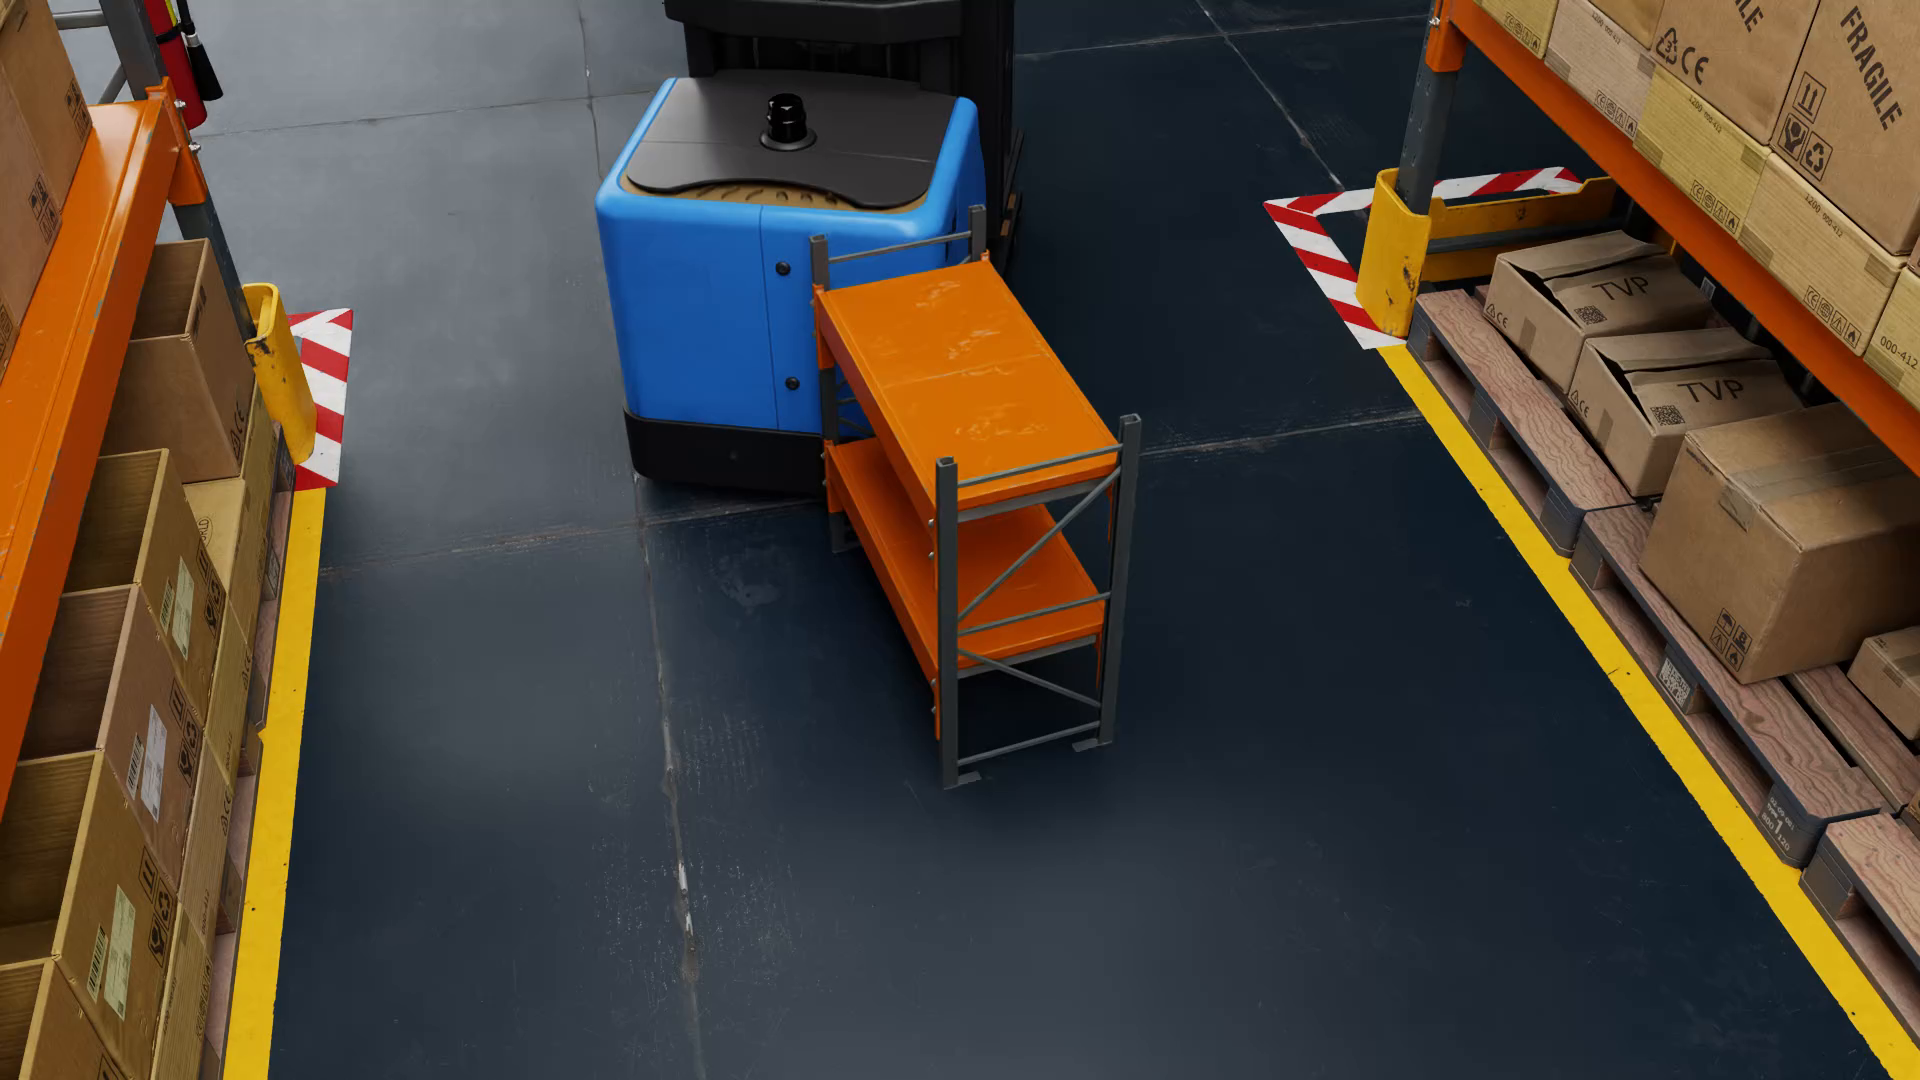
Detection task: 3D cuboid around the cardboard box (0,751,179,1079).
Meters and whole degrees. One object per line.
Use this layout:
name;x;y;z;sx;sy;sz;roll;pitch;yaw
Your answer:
cardboard box;-1.908;0.802;3.277;0.500;0.500;0.500;-8;42;-9

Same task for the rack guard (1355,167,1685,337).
rack guard;2.091;-1.116;6.131;1.175;0.500;0.348;-8;42;-9

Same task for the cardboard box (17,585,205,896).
cardboard box;-2.018;0.478;3.642;0.500;0.500;0.500;-8;42;-9

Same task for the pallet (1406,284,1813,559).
pallet;2.232;-0.476;5.628;1.003;0.211;1.213;-8;42;-9

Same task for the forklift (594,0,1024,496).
forklift;-0.350;-2.191;5.511;1.130;2.935;3.031;5;42;6

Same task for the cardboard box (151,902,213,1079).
cardboard box;-1.908;1.082;3.526;0.500;0.250;0.500;-8;42;-9

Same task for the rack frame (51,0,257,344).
rack frame;-2.762;-1.388;4.554;1.000;3.000;0.127;-8;42;-9

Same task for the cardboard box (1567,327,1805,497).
cardboard box;2.259;-0.428;5.167;0.500;0.311;0.500;-5;42;-6

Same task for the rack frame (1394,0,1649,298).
rack frame;2.075;-2.100;5.356;1.000;3.000;0.127;-8;42;-9

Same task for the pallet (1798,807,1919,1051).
pallet;2.759;1.105;3.846;1.003;0.211;1.213;-8;42;-9

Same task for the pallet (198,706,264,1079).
pallet;-2.296;0.934;4.039;1.003;0.211;1.213;-8;42;-9

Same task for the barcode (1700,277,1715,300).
barcode;2.531;-0.847;5.632;0.001;0.075;0.075;-8;42;-9

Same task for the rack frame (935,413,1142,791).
rack frame;0.184;0.190;4.188;0.500;1.125;0.032;-14;43;-15

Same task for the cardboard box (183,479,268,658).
cardboard box;-2.238;0.111;4.620;0.500;0.250;0.500;-8;42;-9

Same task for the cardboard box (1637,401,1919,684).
cardboard box;2.369;-0.016;4.560;0.700;0.500;0.500;-11;43;-12

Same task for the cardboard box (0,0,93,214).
cardboard box;-2.673;-1.121;4.178;0.700;0.500;0.500;-8;42;-9

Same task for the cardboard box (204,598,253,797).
cardboard box;-2.128;0.435;4.256;0.500;0.250;0.500;-8;42;-9

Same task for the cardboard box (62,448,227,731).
cardboard box;-2.125;0.154;4.007;0.500;0.500;0.500;-8;42;-9

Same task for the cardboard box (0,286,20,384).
cardboard box;-2.454;-0.459;3.432;0.700;0.500;0.500;-8;42;-9

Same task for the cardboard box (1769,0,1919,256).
cardboard box;2.210;-0.989;3.638;0.500;0.500;0.500;-7;42;-8

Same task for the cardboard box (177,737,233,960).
cardboard box;-2.022;0.759;3.890;0.500;0.250;0.500;-8;42;-9

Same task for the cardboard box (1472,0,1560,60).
cardboard box;1.870;-1.690;4.992;0.500;0.250;0.500;-9;42;-11

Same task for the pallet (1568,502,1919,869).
pallet;2.492;0.313;4.739;1.003;0.211;1.213;-8;42;-9

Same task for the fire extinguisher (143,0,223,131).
fire extinguisher;-2.333;-1.502;4.741;0.296;0.674;0.183;-8;42;-9

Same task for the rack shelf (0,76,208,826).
rack shelf;-2.330;0.177;3.332;1.077;0.370;4.000;-8;42;-9

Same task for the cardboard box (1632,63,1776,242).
cardboard box;2.100;-1.024;4.242;0.500;0.250;0.500;-9;42;-10

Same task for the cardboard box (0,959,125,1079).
cardboard box;-1.808;1.127;2.911;0.500;0.500;0.500;-8;42;-9

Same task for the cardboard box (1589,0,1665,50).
cardboard box;1.981;-1.658;4.391;0.500;0.500;0.500;-8;42;-9

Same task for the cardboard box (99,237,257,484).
cardboard box;-2.355;-0.492;4.735;0.500;0.500;0.500;-8;42;-9

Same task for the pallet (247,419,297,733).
pallet;-2.556;0.144;4.928;1.003;0.211;1.213;-8;42;-9

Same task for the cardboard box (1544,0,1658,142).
cardboard box;1.996;-1.355;4.615;0.500;0.250;0.500;-10;42;-11

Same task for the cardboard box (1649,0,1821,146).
cardboard box;2.087;-1.322;4.013;0.500;0.500;0.500;-10;42;-11

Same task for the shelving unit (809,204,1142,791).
shelving unit;0.008;-0.127;4.545;0.538;1.125;1.048;-14;43;-15

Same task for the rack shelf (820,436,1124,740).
rack shelf;0.008;0.056;4.708;0.538;0.278;1.000;-14;43;-15

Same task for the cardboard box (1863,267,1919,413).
cardboard box;2.317;-0.370;3.506;0.500;0.250;0.500;-9;42;-10

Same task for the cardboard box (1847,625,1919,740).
cardboard box;2.612;0.355;4.407;0.380;0.149;0.250;-12;43;-13

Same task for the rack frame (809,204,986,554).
rack frame;-0.167;-0.443;4.902;0.500;1.125;0.032;-14;43;-15

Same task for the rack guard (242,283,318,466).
rack guard;-2.767;-0.469;5.401;1.175;0.500;0.348;-8;42;-9

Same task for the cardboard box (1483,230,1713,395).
cardboard box;2.136;-0.798;5.583;0.500;0.311;0.500;-13;43;-14

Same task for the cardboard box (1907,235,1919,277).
cardboard box;2.322;-0.652;3.258;0.500;0.500;0.500;-9;42;-11

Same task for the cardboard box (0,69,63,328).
cardboard box;-2.555;-0.781;3.795;0.700;0.500;0.500;-7;42;-8

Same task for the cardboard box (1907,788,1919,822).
cardboard box;2.675;0.596;3.871;0.500;0.500;0.500;-11;43;-12

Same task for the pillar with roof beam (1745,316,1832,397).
pillar with roof beam;-1.133;-3.397;2.298;9.100;9.000;0.400;-8;42;-9

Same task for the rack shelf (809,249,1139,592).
rack shelf;0.008;-0.345;4.351;0.538;0.278;1.000;-14;43;-15

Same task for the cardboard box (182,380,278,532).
cardboard box;-2.357;-0.211;4.984;0.500;0.250;0.500;-8;42;-9

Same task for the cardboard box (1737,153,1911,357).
cardboard box;2.207;-0.696;3.873;0.500;0.250;0.500;-8;42;-9

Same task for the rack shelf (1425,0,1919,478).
rack shelf;2.506;-0.535;4.135;1.077;0.370;4.000;-8;42;-9
